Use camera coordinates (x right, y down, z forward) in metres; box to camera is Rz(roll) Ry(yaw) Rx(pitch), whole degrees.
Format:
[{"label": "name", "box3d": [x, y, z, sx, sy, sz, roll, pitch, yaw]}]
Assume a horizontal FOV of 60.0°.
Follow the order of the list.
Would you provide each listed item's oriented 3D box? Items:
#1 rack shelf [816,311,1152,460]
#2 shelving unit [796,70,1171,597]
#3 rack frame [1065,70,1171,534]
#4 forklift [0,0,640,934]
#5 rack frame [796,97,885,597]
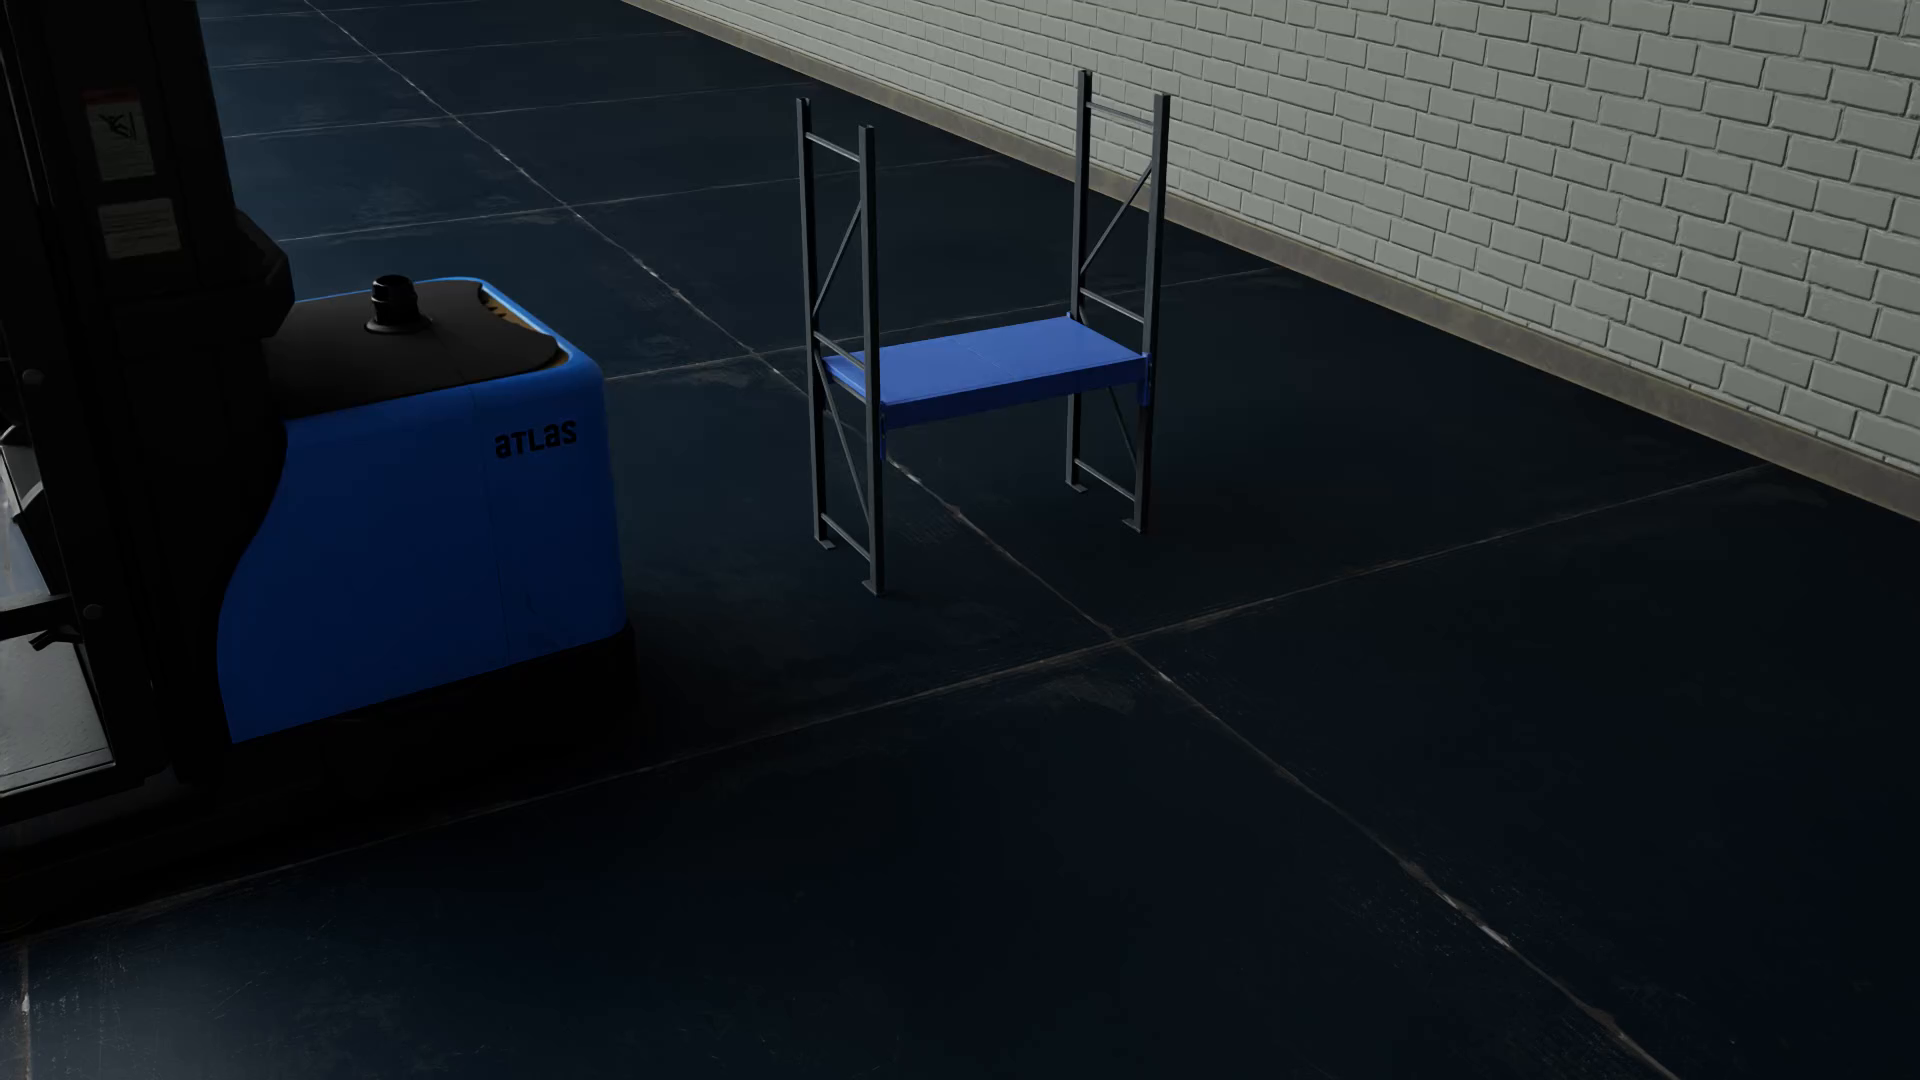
[{"label": "rack shelf", "box3d": [0.075, -0.531, 5.539, 1.000, 0.185, 0.538, -13, 29, -25]}, {"label": "shelving unit", "box3d": [0.075, -0.693, 5.462, 1.048, 1.500, 0.538, -13, 29, -25]}, {"label": "rack frame", "box3d": [0.524, -0.797, 5.677, 0.032, 1.500, 0.500, -13, 29, -25]}, {"label": "forklift", "box3d": [-2.411, -0.626, 3.668, 3.031, 2.935, 1.130, -16, 30, -30]}, {"label": "rack frame", "box3d": [-0.373, -0.590, 5.246, 0.032, 1.500, 0.500, -13, 29, -25]}]
